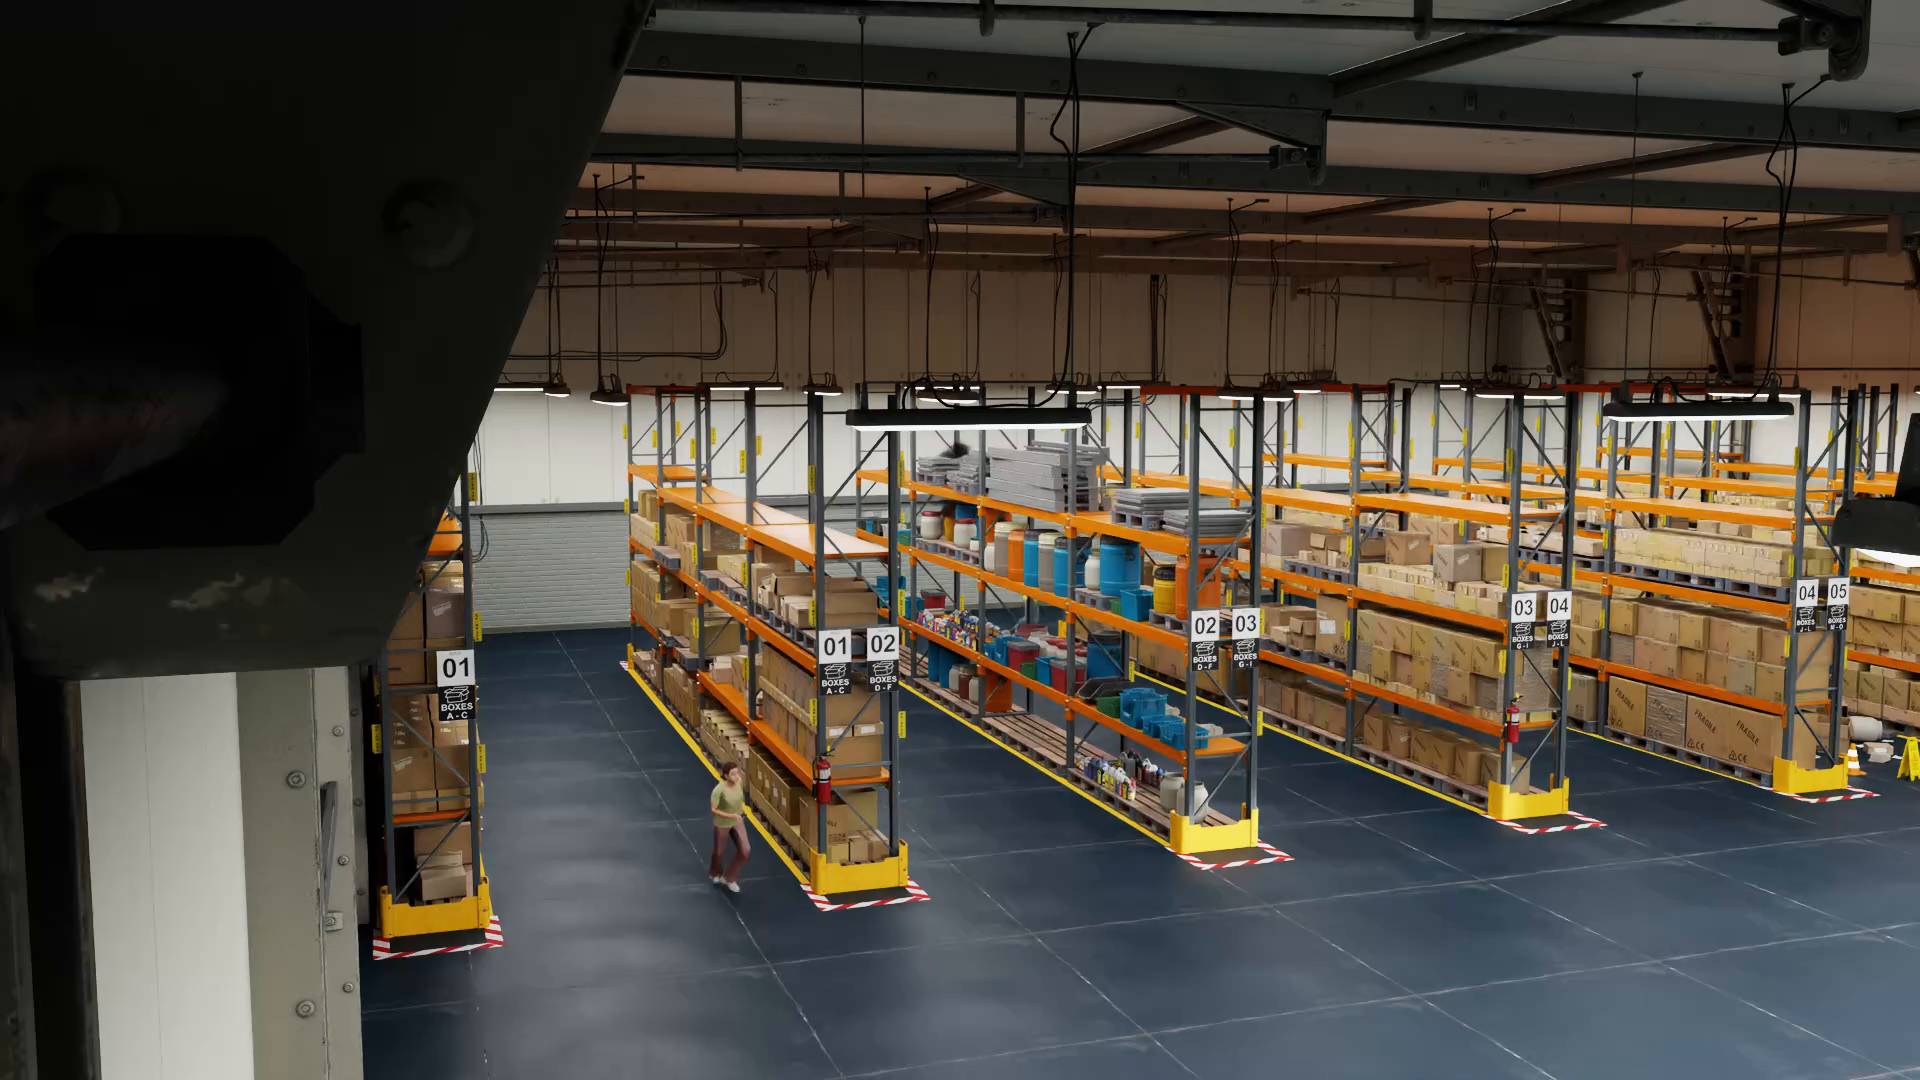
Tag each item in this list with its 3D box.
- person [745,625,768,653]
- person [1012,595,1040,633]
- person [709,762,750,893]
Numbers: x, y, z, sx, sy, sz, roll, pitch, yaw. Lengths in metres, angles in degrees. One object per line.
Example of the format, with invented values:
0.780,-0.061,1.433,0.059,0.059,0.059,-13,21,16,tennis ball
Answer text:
-4.258,1.879,34.718,0.689,1.776,0.856,-3,7,-25,person
1.606,1.447,39.100,0.868,1.705,0.691,-1,6,-7,person
-2.848,3.451,20.170,0.547,1.638,0.748,-4,7,-35,person
